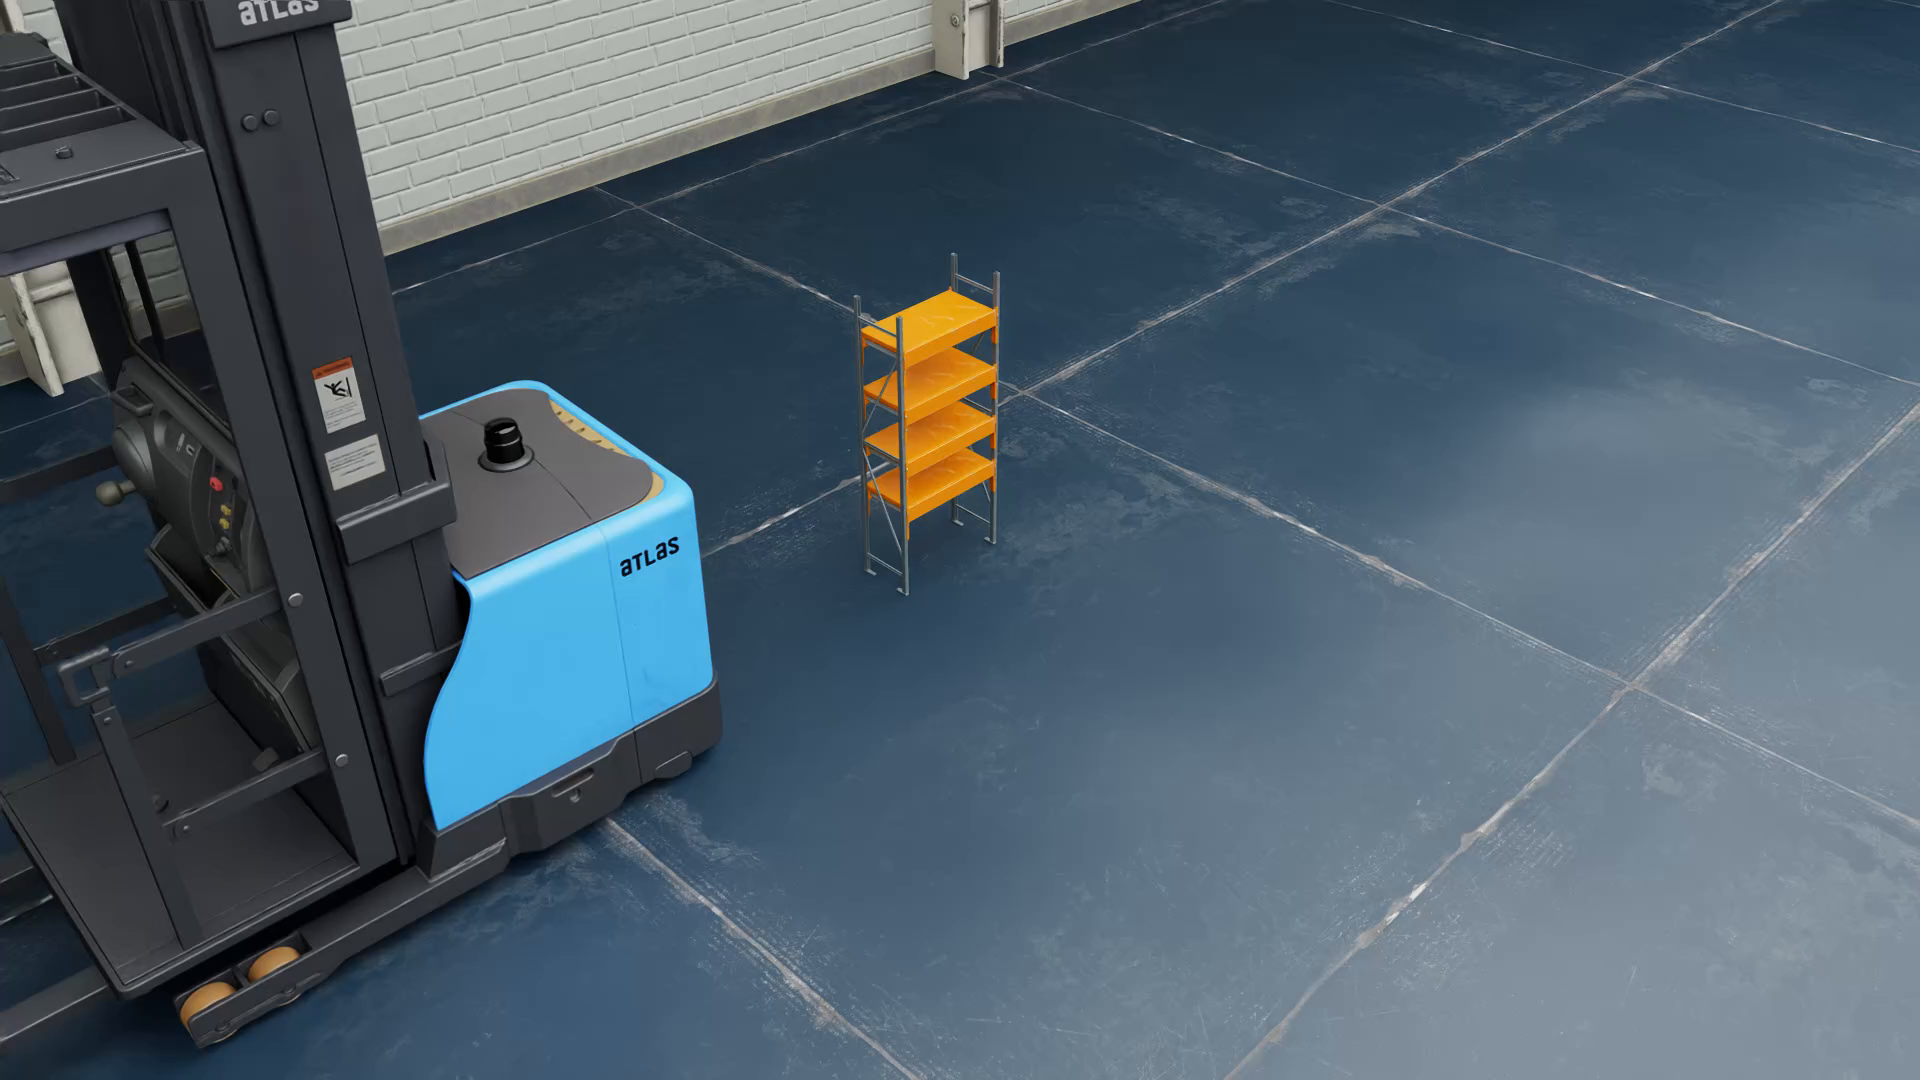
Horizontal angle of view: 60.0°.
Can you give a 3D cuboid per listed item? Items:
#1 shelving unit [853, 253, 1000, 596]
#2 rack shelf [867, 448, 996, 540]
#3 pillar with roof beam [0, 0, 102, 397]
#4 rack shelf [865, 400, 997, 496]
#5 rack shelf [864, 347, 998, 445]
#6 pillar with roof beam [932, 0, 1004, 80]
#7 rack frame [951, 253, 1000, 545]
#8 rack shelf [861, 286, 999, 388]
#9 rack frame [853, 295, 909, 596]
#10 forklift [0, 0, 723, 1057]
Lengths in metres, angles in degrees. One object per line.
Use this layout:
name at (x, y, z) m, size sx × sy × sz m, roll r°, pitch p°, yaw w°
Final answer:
shelving unit at (-0.117, -0.425, 6.310) m, size 0.258 × 1.200 × 0.503 m, roll 30°, pitch 45°, yaw 35°
rack shelf at (-0.117, -0.207, 6.462) m, size 0.258 × 0.148 × 0.480 m, roll 30°, pitch 45°, yaw 35°
pillar with roof beam at (-1.118, -2.760, 2.841) m, size 9.100 × 9.000 × 0.400 m, roll 30°, pitch 45°, yaw 35°
rack shelf at (-0.117, -0.370, 6.349) m, size 0.258 × 0.148 × 0.480 m, roll 30°, pitch 45°, yaw 35°
rack shelf at (-0.117, -0.553, 6.221) m, size 0.258 × 0.148 × 0.480 m, roll 30°, pitch 45°, yaw 35°
pillar with roof beam at (3.109, -5.195, 6.333) m, size 9.100 × 9.000 × 0.400 m, roll 30°, pitch 45°, yaw 35°
rack frame at (0.055, -0.524, 6.452) m, size 0.240 × 1.200 × 0.015 m, roll 30°, pitch 45°, yaw 35°
rack shelf at (-0.117, -0.747, 6.086) m, size 0.258 × 0.148 × 0.480 m, roll 30°, pitch 45°, yaw 35°
rack frame at (-0.289, -0.326, 6.168) m, size 0.240 × 1.200 × 0.015 m, roll 30°, pitch 45°, yaw 35°
forklift at (-2.237, -0.119, 4.358) m, size 3.031 × 2.935 × 1.130 m, roll -28°, pitch 43°, yaw -34°
